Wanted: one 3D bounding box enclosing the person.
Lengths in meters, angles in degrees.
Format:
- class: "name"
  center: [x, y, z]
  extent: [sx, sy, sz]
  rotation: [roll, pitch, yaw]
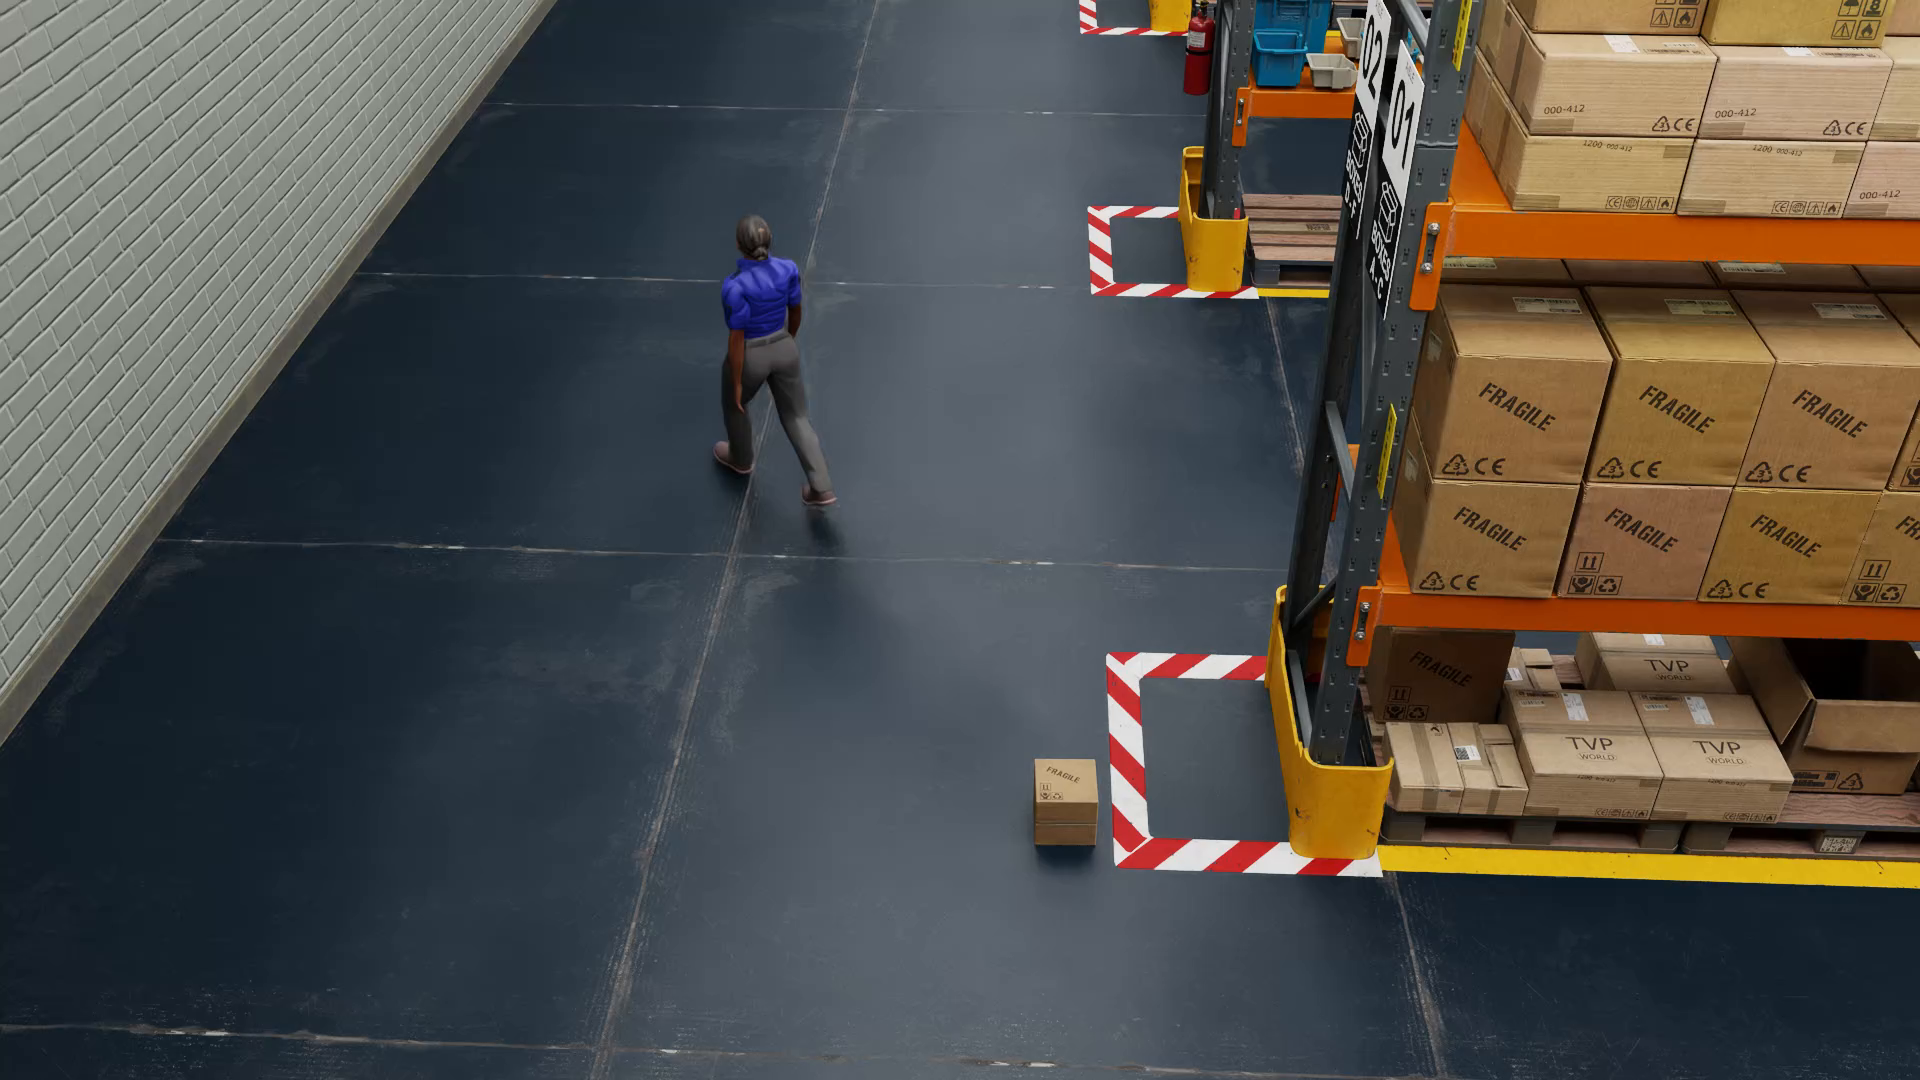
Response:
- class: "person"
  center: [-0.988, -0.921, 8.392]
  extent: [0.472, 1.603, 0.977]
  rotation: [-20, 40, -25]
